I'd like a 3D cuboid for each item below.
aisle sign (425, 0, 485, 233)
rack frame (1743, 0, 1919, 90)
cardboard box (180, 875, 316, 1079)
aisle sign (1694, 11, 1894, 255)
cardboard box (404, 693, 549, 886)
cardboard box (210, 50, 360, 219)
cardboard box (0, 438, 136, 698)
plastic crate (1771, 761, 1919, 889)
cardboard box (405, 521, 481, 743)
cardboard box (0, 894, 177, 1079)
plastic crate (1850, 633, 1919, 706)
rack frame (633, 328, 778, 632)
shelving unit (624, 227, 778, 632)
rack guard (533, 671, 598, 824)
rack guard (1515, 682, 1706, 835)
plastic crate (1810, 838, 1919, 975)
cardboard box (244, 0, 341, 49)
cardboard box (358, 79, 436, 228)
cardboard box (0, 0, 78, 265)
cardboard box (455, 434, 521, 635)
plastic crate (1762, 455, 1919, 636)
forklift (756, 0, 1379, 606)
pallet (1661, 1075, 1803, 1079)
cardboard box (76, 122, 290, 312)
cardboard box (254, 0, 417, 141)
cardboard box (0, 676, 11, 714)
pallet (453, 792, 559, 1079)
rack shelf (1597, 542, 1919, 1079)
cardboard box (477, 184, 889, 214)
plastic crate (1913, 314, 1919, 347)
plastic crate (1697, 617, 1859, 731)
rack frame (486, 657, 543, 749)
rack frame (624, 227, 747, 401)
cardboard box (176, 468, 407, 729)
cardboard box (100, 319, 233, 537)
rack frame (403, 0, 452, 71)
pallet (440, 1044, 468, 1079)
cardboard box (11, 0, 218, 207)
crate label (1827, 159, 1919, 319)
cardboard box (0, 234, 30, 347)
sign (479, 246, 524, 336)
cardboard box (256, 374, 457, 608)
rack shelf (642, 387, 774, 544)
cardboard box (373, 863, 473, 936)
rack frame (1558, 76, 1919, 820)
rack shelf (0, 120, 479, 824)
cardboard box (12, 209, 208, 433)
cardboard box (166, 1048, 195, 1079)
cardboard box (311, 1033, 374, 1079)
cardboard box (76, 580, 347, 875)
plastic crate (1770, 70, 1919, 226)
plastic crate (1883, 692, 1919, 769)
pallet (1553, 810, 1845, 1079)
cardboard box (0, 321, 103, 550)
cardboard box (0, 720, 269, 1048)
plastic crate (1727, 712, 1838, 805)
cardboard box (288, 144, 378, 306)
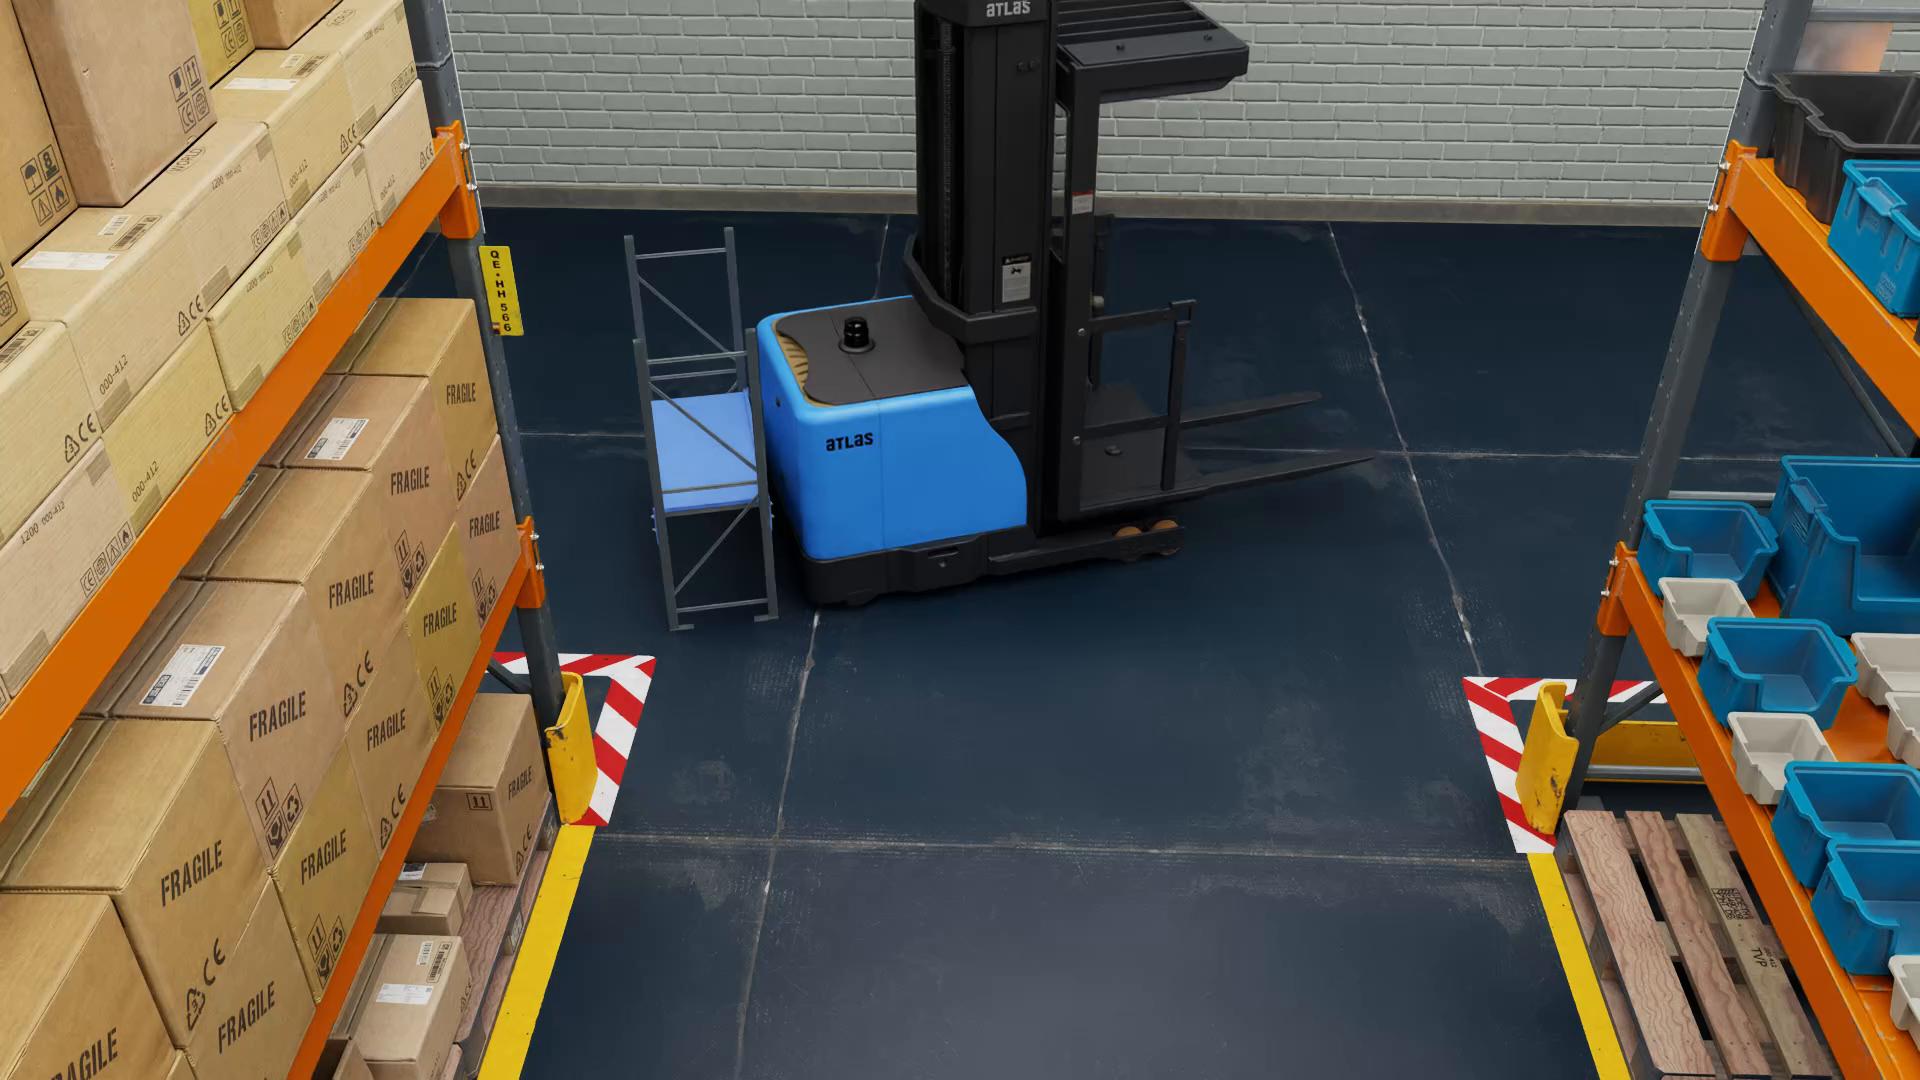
[{"bbox_3d":[-1.772,-1.344,5.293,0.394,0.787,0.004,1,35,2],"label":"aisle sign"},{"bbox_3d":[2.869,-2.587,4.104,1.000,3.000,0.127,1,35,2],"label":"rack frame"},{"bbox_3d":[-1.909,1.140,3.932,0.500,0.500,0.500,1,35,2],"label":"cardboard box"},{"bbox_3d":[2.575,-1.244,5.150,0.394,0.787,0.004,1,35,2],"label":"aisle sign"},{"bbox_3d":[-1.856,0.912,6.135,0.500,0.500,0.500,1,35,2],"label":"cardboard box"},{"bbox_3d":[-1.866,-1.031,4.195,0.500,0.250,0.500,1,35,2],"label":"cardboard box"},{"bbox_3d":[-1.929,0.036,3.112,0.500,0.250,0.500,1,35,2],"label":"cardboard box"},{"bbox_3d":[2.477,0.803,4.593,0.416,0.233,0.300,1,35,2],"label":"plastic crate"},{"bbox_3d":[-1.844,0.272,5.167,0.500,0.500,0.500,2,35,2],"label":"cardboard box"},{"bbox_3d":[-1.921,1.039,3.207,0.500,0.500,0.500,0,35,0],"label":"cardboard box"},{"bbox_3d":[3.017,0.424,5.215,0.396,0.136,0.243,1,35,2],"label":"plastic crate"},{"bbox_3d":[-1.092,-0.228,7.270,0.500,1.500,0.032,-7,36,-9],"label":"rack frame"},{"bbox_3d":[-1.193,-0.514,7.678,0.538,1.500,1.048,-7,36,-9],"label":"shelving unit"},{"bbox_3d":[-2.083,0.818,6.652,1.175,0.500,0.348,1,35,2],"label":"rack guard"},{"bbox_3d":[2.857,0.877,6.568,1.175,0.500,0.348,1,35,2],"label":"rack guard"},{"bbox_3d":[2.465,0.975,4.347,0.416,0.233,0.300,1,35,2],"label":"plastic crate"},{"bbox_3d":[-2.085,-1.630,4.396,0.700,0.500,0.500,1,35,2],"label":"cardboard box"},{"bbox_3d":[-1.838,-1.113,4.747,0.500,0.250,0.500,1,35,2],"label":"cardboard box"},{"bbox_3d":[-2.216,-0.770,3.172,0.700,0.500,0.500,1,35,2],"label":"cardboard box"},{"bbox_3d":[-1.826,-0.026,5.591,0.500,0.500,0.500,2,35,3],"label":"cardboard box"},{"bbox_3d":[3.042,0.026,5.522,0.616,0.435,0.499,1,35,2],"label":"plastic crate"},{"bbox_3d":[0.594,-1.376,7.659,3.031,2.935,1.130,-10,36,-14],"label":"forklift"},{"bbox_3d":[2.745,2.181,4.963,1.003,0.211,1.213,1,35,2],"label":"pallet"},{"bbox_3d":[-1.890,-0.744,3.786,0.500,0.250,0.500,1,35,2],"label":"cardboard box"},{"bbox_3d":[-1.846,-1.318,4.604,0.500,0.250,0.500,1,35,2],"label":"cardboard box"},{"bbox_3d":[-1.950,0.323,2.704,0.500,0.250,0.500,1,35,2],"label":"cardboard box"},{"bbox_3d":[-2.114,1.394,6.083,1.003,0.211,1.213,1,35,2],"label":"pallet"},{"bbox_3d":[2.789,1.311,4.401,1.077,0.370,4.000,1,35,2],"label":"rack shelf"},{"bbox_3d":[-3.488,-3.543,10.595,6.002,3.100,0.262,2,35,2],"label":"cardboard box"},{"bbox_3d":[2.533,-0.463,3.745,0.504,0.338,0.767,1,35,2],"label":"plastic crate"},{"bbox_3d":[2.504,0.424,5.131,0.416,0.233,0.300,1,35,2],"label":"plastic crate"},{"bbox_3d":[-2.084,-0.249,5.995,0.949,2.616,0.053,1,35,2],"label":"rack frame"},{"bbox_3d":[-1.295,-0.801,8.085,0.500,1.500,0.032,-7,36,-9],"label":"rack frame"},{"bbox_3d":[-1.859,0.152,4.469,0.500,0.500,0.500,2,35,3],"label":"cardboard box"},{"bbox_3d":[-1.912,-0.252,3.521,0.500,0.250,0.500,1,35,2],"label":"cardboard box"},{"bbox_3d":[-2.080,-2.703,4.270,1.000,3.000,0.127,1,35,2],"label":"rack frame"},{"bbox_3d":[-2.166,2.093,5.088,1.003,0.211,1.213,1,35,2],"label":"pallet"},{"bbox_3d":[-2.102,-1.055,3.578,0.700,0.500,0.500,1,35,2],"label":"cardboard box"},{"bbox_3d":[2.509,-0.776,4.266,0.408,0.251,0.502,1,35,2],"label":"crate label"},{"bbox_3d":[-2.084,-0.479,2.758,0.700,0.500,0.500,1,35,2],"label":"cardboard box"},{"bbox_3d":[-1.527,-0.827,5.537,0.100,0.325,0.005,1,35,2],"label":"sign"},{"bbox_3d":[-1.843,-0.146,4.893,0.500,0.500,0.500,2,35,3],"label":"cardboard box"},{"bbox_3d":[-1.193,-0.367,7.781,0.538,0.185,1.000,-7,36,-9],"label":"rack shelf"},{"bbox_3d":[-1.962,1.279,5.903,0.380,0.166,0.250,1,35,2],"label":"cardboard box"},{"bbox_3d":[2.869,-0.132,5.829,1.000,3.000,0.127,1,35,2],"label":"rack frame"},{"bbox_3d":[-2.161,-0.032,3.704,1.077,0.370,4.000,1,35,2],"label":"rack shelf"},{"bbox_3d":[-1.903,-0.456,3.377,0.500,0.250,0.500,1,35,2],"label":"cardboard box"},{"bbox_3d":[-2.147,0.693,4.568,1.079,0.500,3.026,2,35,3],"label":"cardboard box"},{"bbox_3d":[-2.171,1.811,4.852,0.797,0.503,0.637,1,35,2],"label":"cardboard box"},{"bbox_3d":[-1.880,0.447,4.049,0.500,0.500,0.500,2,35,3],"label":"cardboard box"},{"bbox_3d":[2.575,-1.091,4.699,0.497,0.269,0.590,1,35,2],"label":"plastic crate"},{"bbox_3d":[2.991,0.590,4.979,0.396,0.136,0.243,1,35,2],"label":"plastic crate"},{"bbox_3d":[2.797,1.482,5.958,1.003,0.211,1.213,1,35,2],"label":"pallet"},{"bbox_3d":[-1.923,-0.169,2.968,0.500,0.250,0.500,1,35,2],"label":"cardboard box"},{"bbox_3d":[-1.900,0.744,3.627,0.500,0.500,0.500,0,35,0],"label":"cardboard box"},{"bbox_3d":[2.407,0.658,4.883,0.250,0.136,0.298,1,35,2],"label":"plastic crate"},{"bbox_3d":[-1.869,-0.826,4.339,0.500,0.250,0.500,1,35,2],"label":"cardboard box"}]
